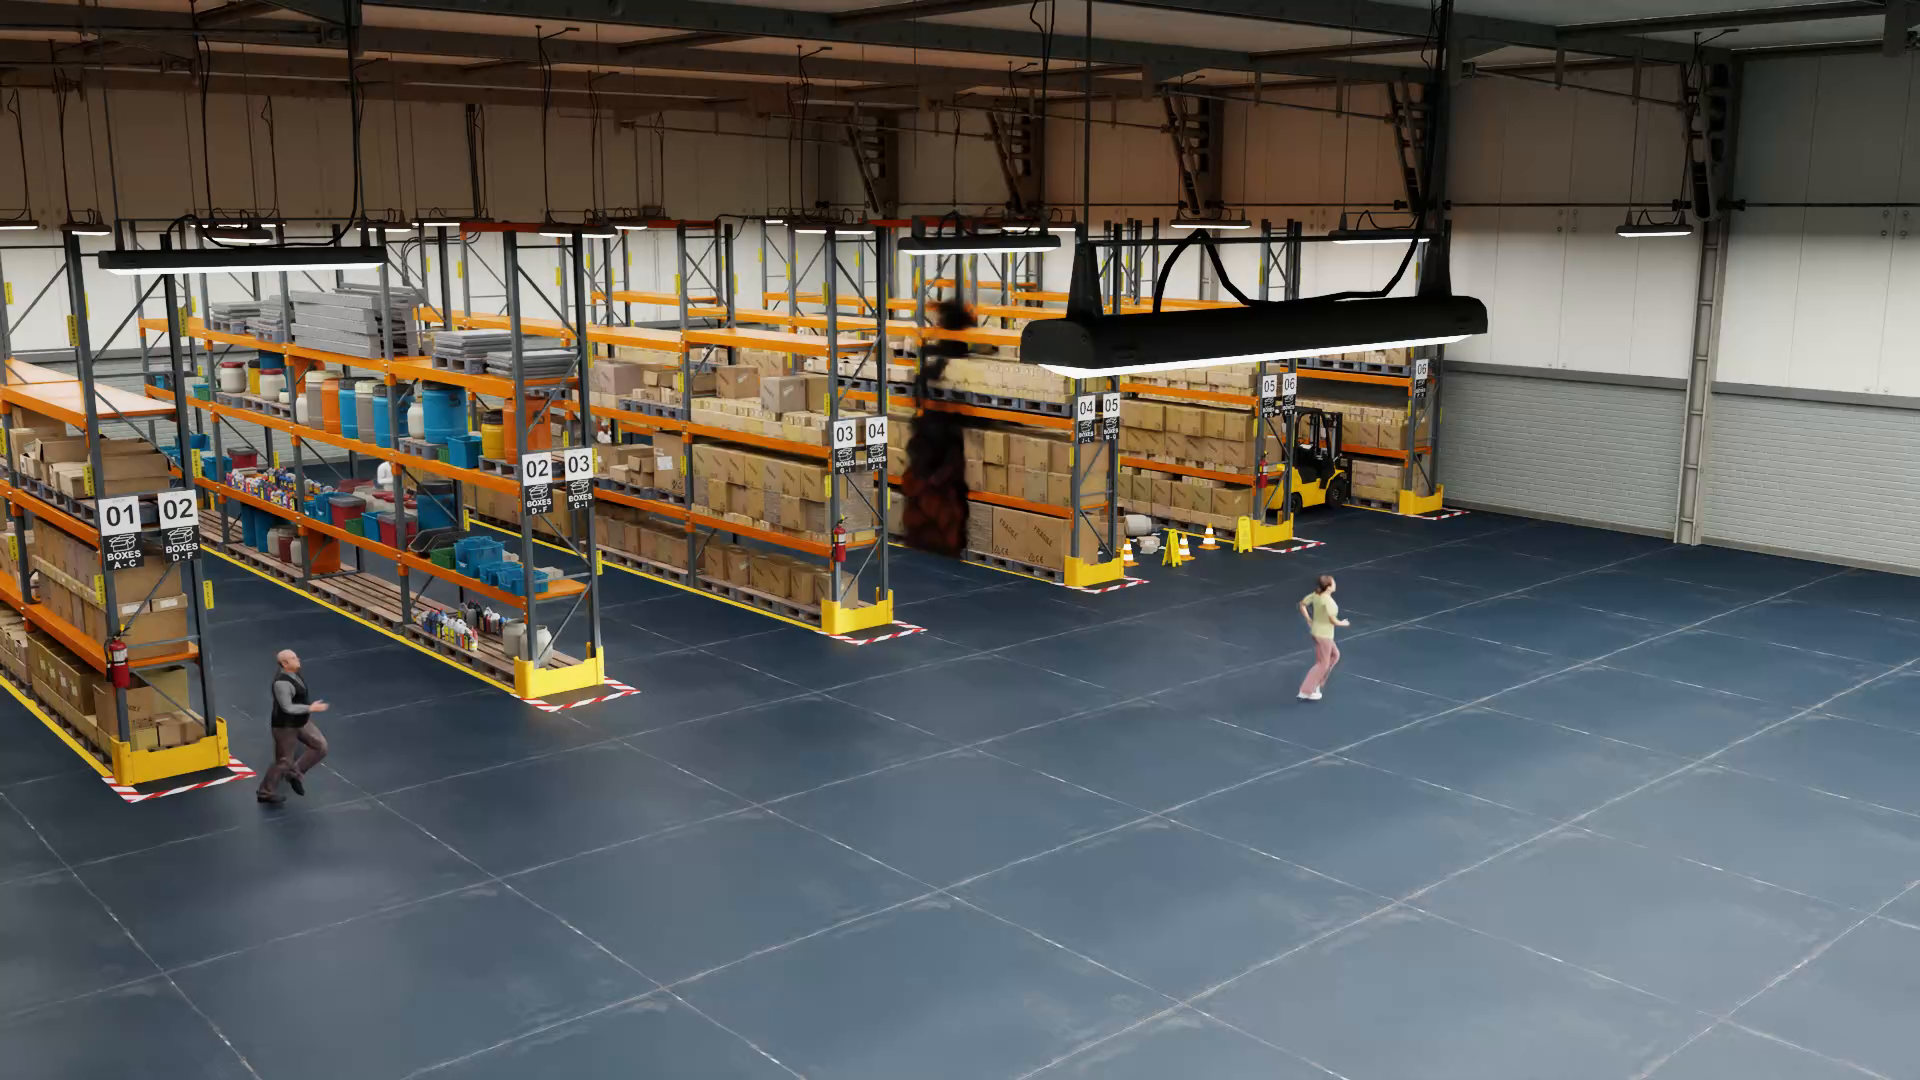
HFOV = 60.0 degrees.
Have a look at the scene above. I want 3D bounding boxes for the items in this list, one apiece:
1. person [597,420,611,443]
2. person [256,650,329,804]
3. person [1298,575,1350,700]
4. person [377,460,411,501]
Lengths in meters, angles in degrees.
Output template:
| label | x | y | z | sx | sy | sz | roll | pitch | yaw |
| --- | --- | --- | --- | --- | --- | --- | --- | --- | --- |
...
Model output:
| label | x | y | z | sx | sy | sz | roll | pitch | yaw |
| --- | --- | --- | --- | --- | --- | --- | --- | --- | --- |
| person | -7.839 | -1.851 | 36.882 | 0.594 | 1.669 | 0.607 | -7 | 13 | -32 |
| person | -7.125 | 1.967 | 17.767 | 0.818 | 1.672 | 0.670 | -1 | 11 | -4 |
| person | 4.692 | 1.262 | 21.470 | 0.653 | 1.681 | 0.596 | -2 | 12 | -12 |
| person | -10.686 | -0.817 | 31.471 | 0.771 | 1.831 | 0.684 | 9 | 14 | 38 |
